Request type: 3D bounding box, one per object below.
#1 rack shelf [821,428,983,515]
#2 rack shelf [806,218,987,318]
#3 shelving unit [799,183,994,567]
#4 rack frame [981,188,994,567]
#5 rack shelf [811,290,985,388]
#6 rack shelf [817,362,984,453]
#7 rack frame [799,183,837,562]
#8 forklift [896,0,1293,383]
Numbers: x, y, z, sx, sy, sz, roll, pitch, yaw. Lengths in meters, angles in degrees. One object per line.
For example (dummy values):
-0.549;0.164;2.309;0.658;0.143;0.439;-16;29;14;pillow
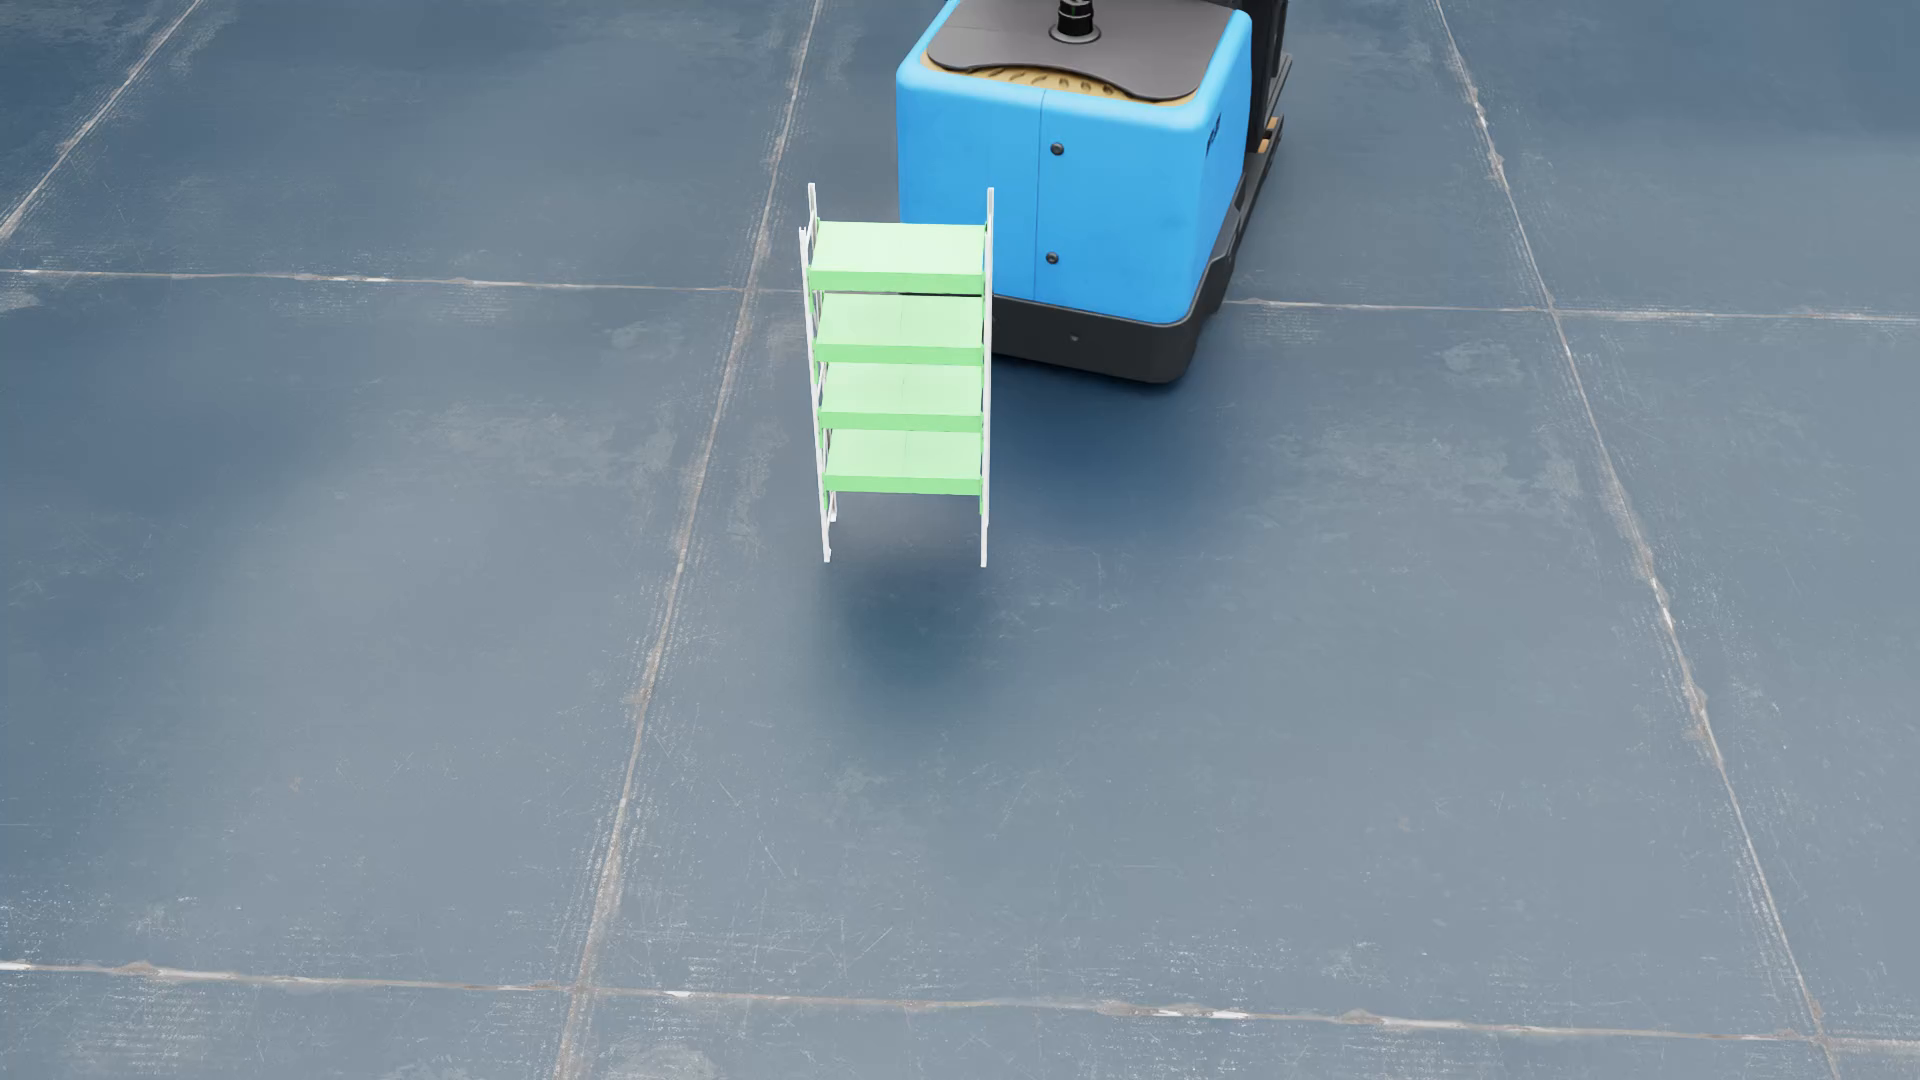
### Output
-0.165;-0.222;5.054;0.480;0.148;0.258;2;43;2;rack shelf
-0.165;-0.749;4.563;0.480;0.148;0.258;2;43;2;rack shelf
-0.165;-0.444;4.846;0.503;1.200;0.258;2;43;2;shelving unit
0.078;-0.437;4.838;0.015;1.200;0.240;2;43;2;rack frame
-0.165;-0.573;4.726;0.480;0.148;0.258;2;43;2;rack shelf
-0.165;-0.397;4.890;0.480;0.148;0.258;2;43;2;rack shelf
-0.409;-0.452;4.855;0.015;1.200;0.240;2;43;2;rack frame
0.719;-2.631;5.924;1.130;2.935;3.031;13;44;13;forklift
